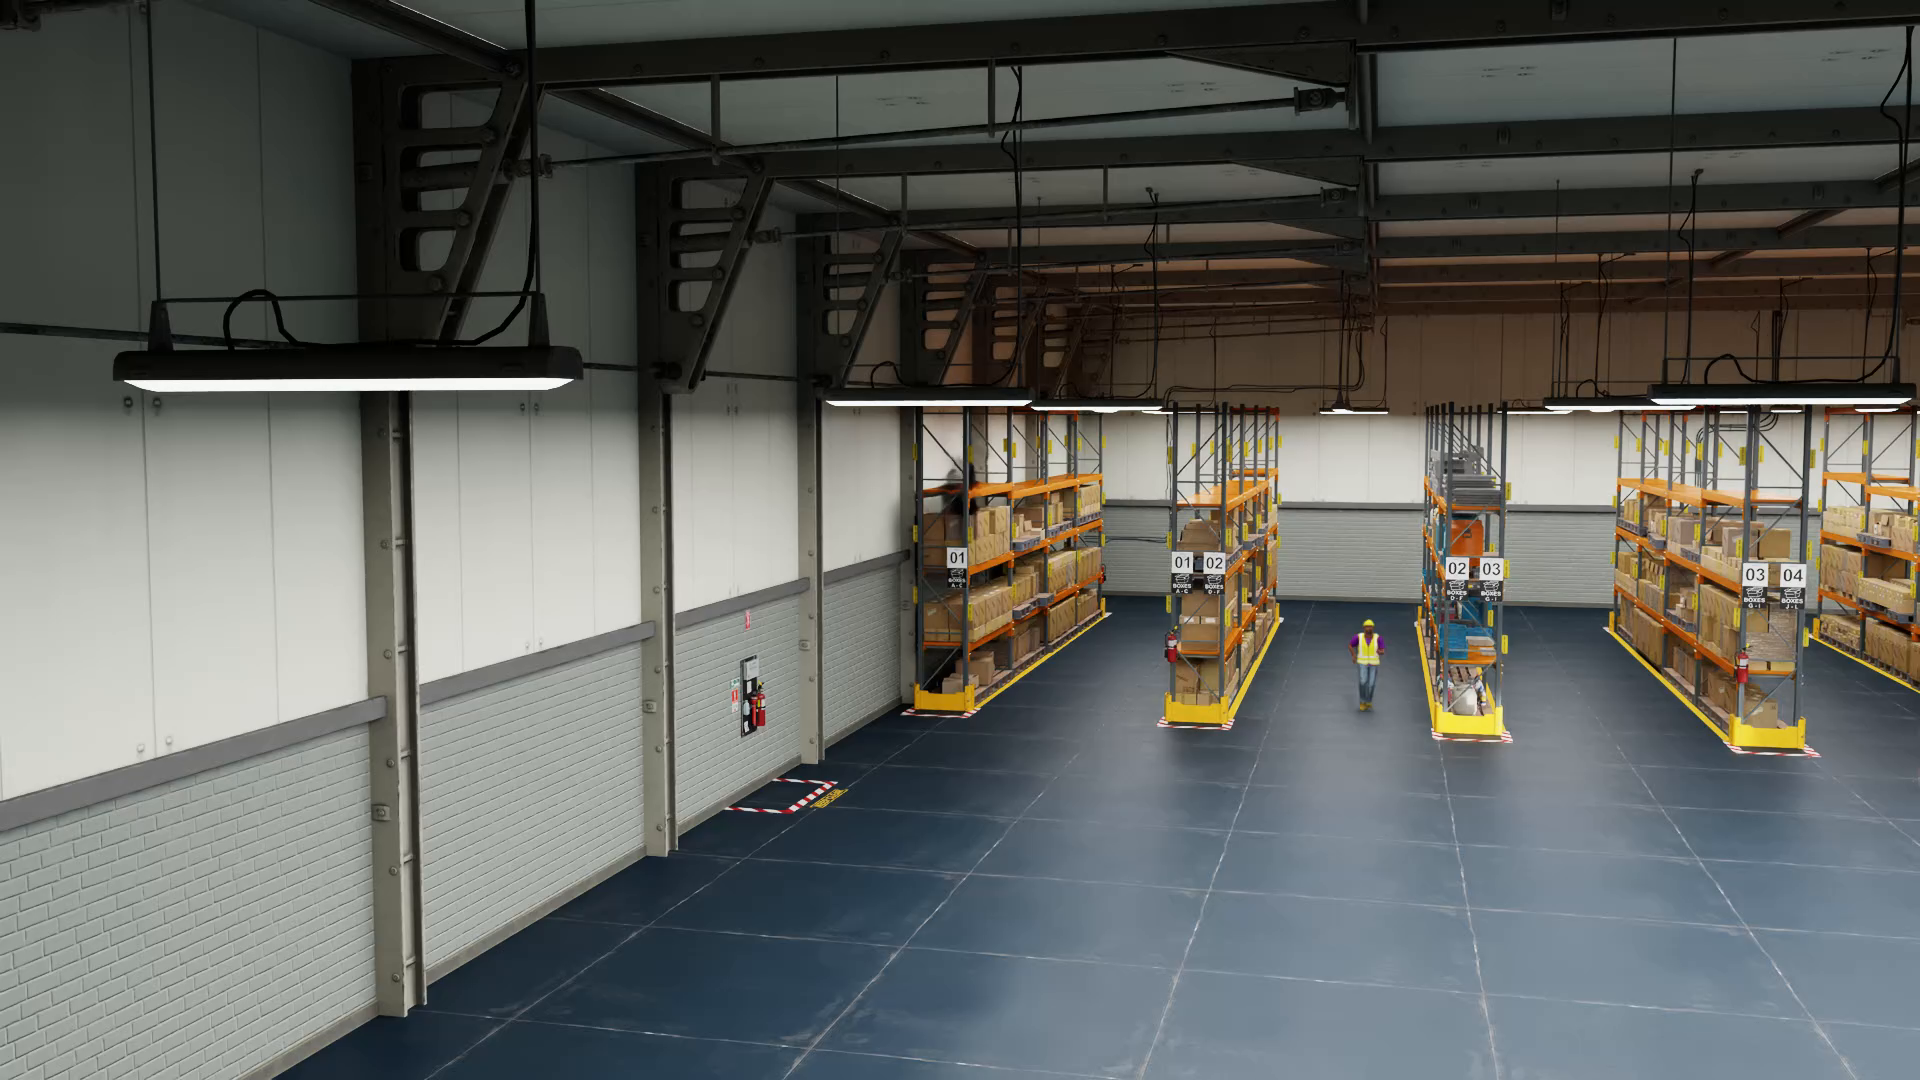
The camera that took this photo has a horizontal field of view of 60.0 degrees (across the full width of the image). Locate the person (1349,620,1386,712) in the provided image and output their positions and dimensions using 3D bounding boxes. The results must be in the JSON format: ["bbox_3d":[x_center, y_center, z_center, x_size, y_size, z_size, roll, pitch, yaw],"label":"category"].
[{"bbox_3d":[7.949,2.457,32.409,0.675,1.805,0.689,1,4,7],"label":"person"}]

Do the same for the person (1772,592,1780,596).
[{"bbox_3d":[21.782,1.627,44.208,0.575,1.698,0.745,-1,4,-17],"label":"person"}]
